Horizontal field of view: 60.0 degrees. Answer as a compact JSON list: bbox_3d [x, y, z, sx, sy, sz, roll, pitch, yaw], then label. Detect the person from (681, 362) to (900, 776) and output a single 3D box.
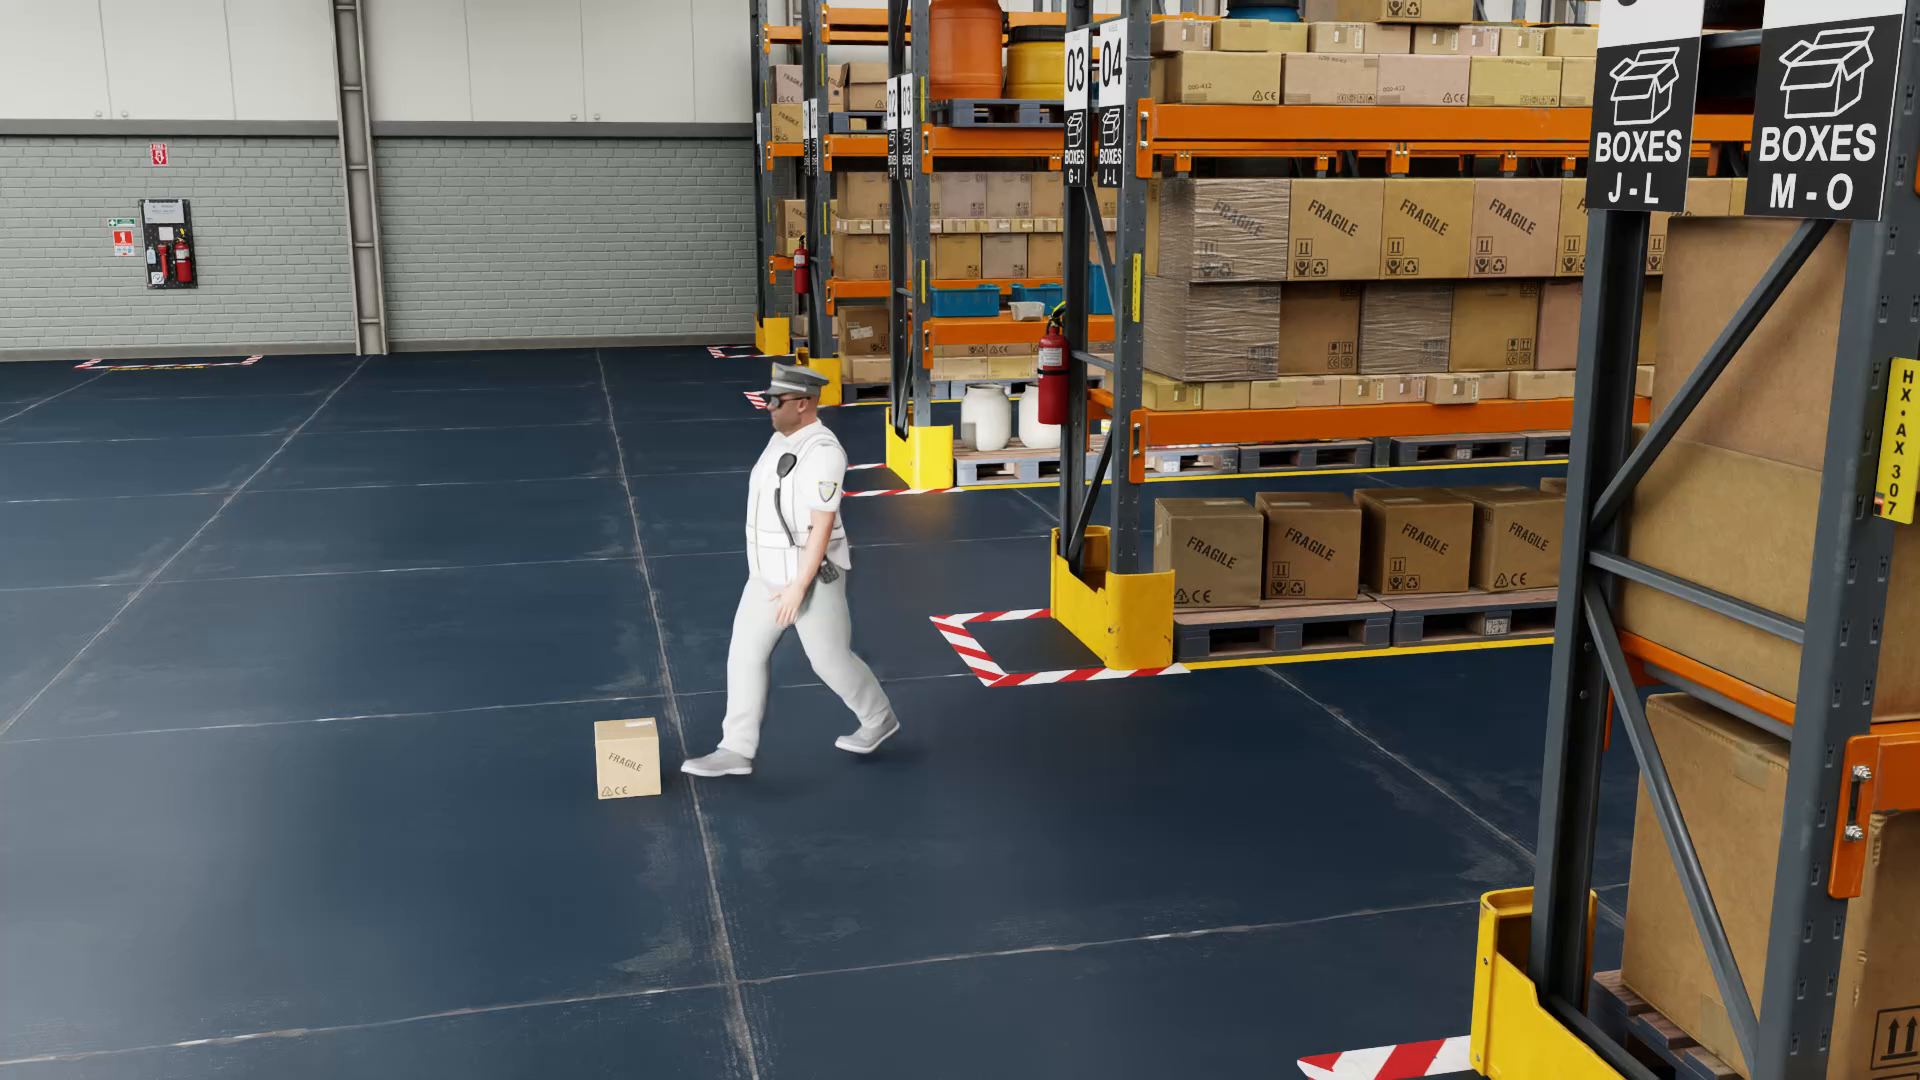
[{"bbox_3d":[-0.693,0.128,6.872,0.972,1.727,0.527,-11,17,-41],"label":"person"}]
